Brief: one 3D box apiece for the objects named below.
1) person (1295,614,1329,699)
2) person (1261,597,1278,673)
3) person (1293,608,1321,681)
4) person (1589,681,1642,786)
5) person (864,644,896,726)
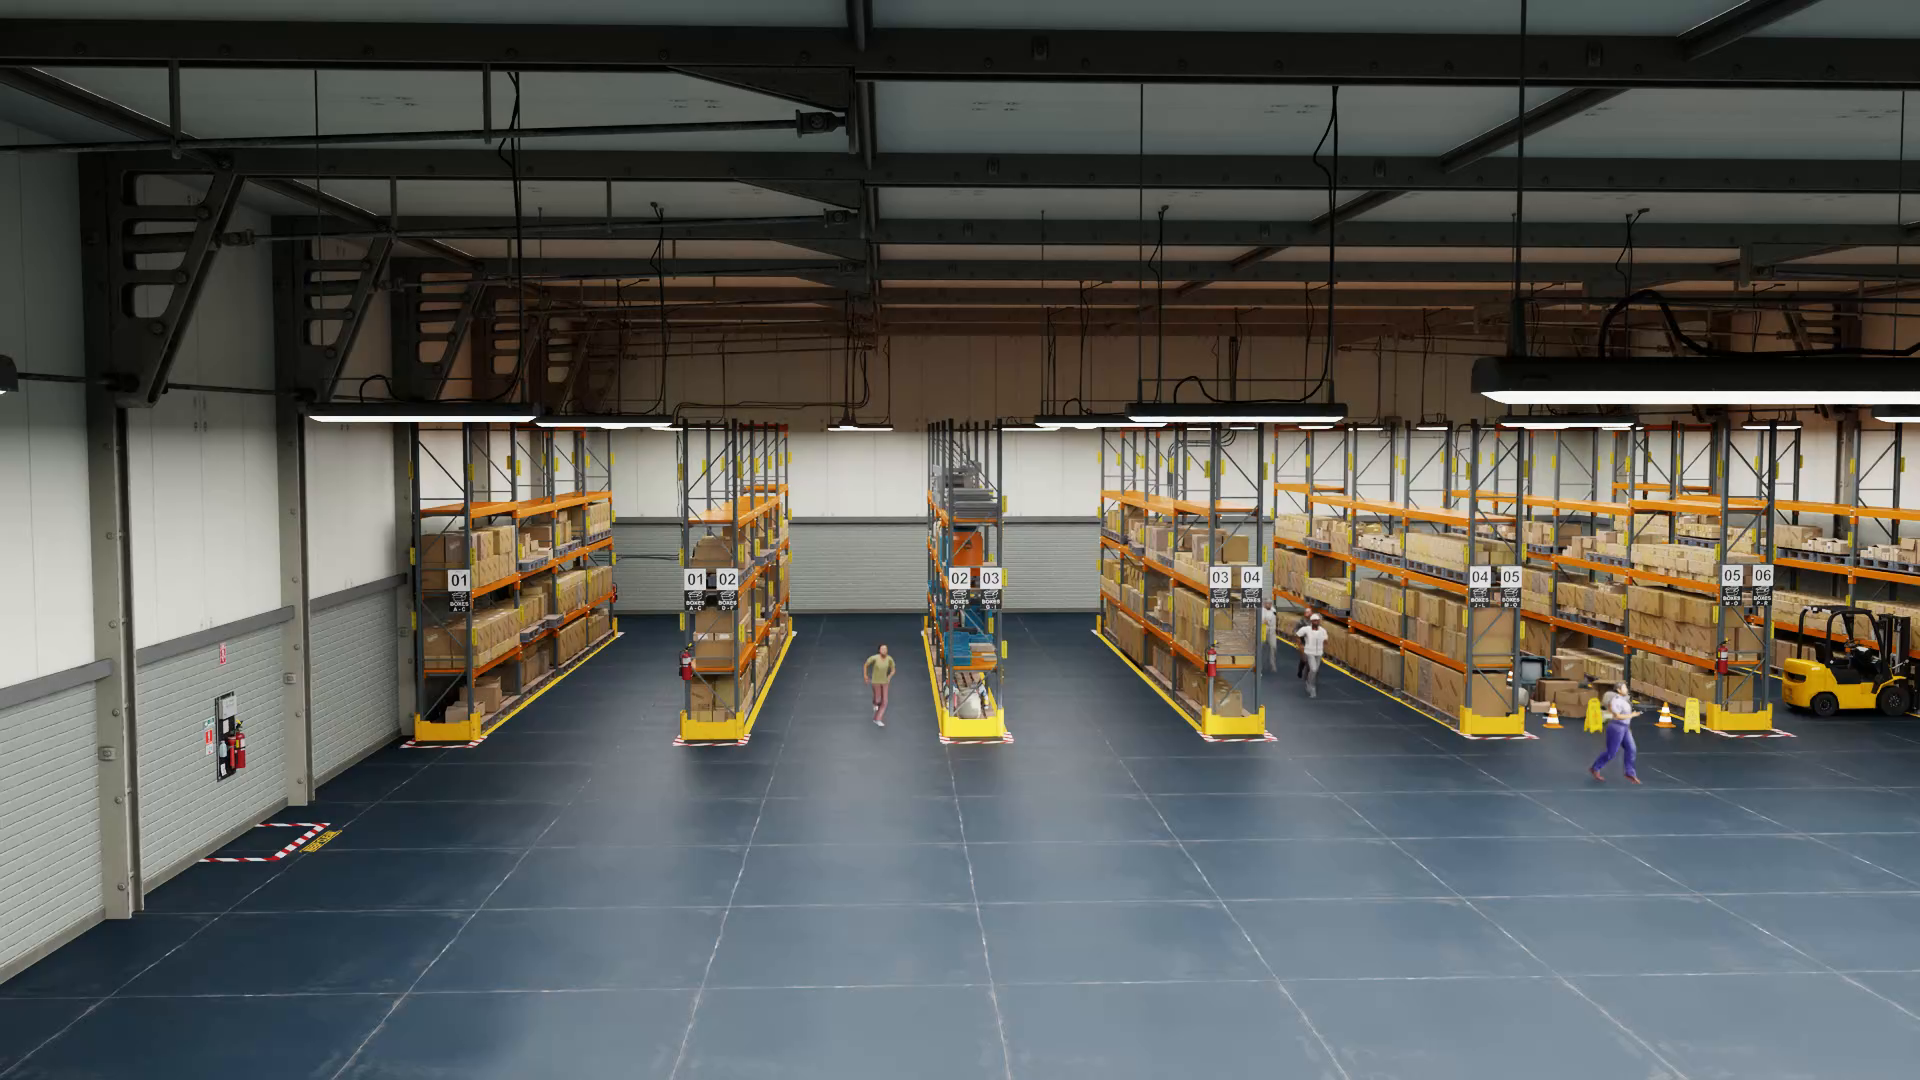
[{"bbox_3d":[7.714,2.512,36.263,0.674,1.808,0.785,-1,4,-17],"label":"person"},{"bbox_3d":[7.400,2.261,40.230,0.608,1.813,0.909,0,4,-6],"label":"person"},{"bbox_3d":[8.048,2.426,38.429,0.676,1.690,0.576,0,4,0],"label":"person"},{"bbox_3d":[10.732,3.157,27.198,0.809,1.687,0.631,3,5,37],"label":"person"},{"bbox_3d":[-1.576,2.835,32.763,0.618,1.621,0.647,-1,4,-18],"label":"person"}]
